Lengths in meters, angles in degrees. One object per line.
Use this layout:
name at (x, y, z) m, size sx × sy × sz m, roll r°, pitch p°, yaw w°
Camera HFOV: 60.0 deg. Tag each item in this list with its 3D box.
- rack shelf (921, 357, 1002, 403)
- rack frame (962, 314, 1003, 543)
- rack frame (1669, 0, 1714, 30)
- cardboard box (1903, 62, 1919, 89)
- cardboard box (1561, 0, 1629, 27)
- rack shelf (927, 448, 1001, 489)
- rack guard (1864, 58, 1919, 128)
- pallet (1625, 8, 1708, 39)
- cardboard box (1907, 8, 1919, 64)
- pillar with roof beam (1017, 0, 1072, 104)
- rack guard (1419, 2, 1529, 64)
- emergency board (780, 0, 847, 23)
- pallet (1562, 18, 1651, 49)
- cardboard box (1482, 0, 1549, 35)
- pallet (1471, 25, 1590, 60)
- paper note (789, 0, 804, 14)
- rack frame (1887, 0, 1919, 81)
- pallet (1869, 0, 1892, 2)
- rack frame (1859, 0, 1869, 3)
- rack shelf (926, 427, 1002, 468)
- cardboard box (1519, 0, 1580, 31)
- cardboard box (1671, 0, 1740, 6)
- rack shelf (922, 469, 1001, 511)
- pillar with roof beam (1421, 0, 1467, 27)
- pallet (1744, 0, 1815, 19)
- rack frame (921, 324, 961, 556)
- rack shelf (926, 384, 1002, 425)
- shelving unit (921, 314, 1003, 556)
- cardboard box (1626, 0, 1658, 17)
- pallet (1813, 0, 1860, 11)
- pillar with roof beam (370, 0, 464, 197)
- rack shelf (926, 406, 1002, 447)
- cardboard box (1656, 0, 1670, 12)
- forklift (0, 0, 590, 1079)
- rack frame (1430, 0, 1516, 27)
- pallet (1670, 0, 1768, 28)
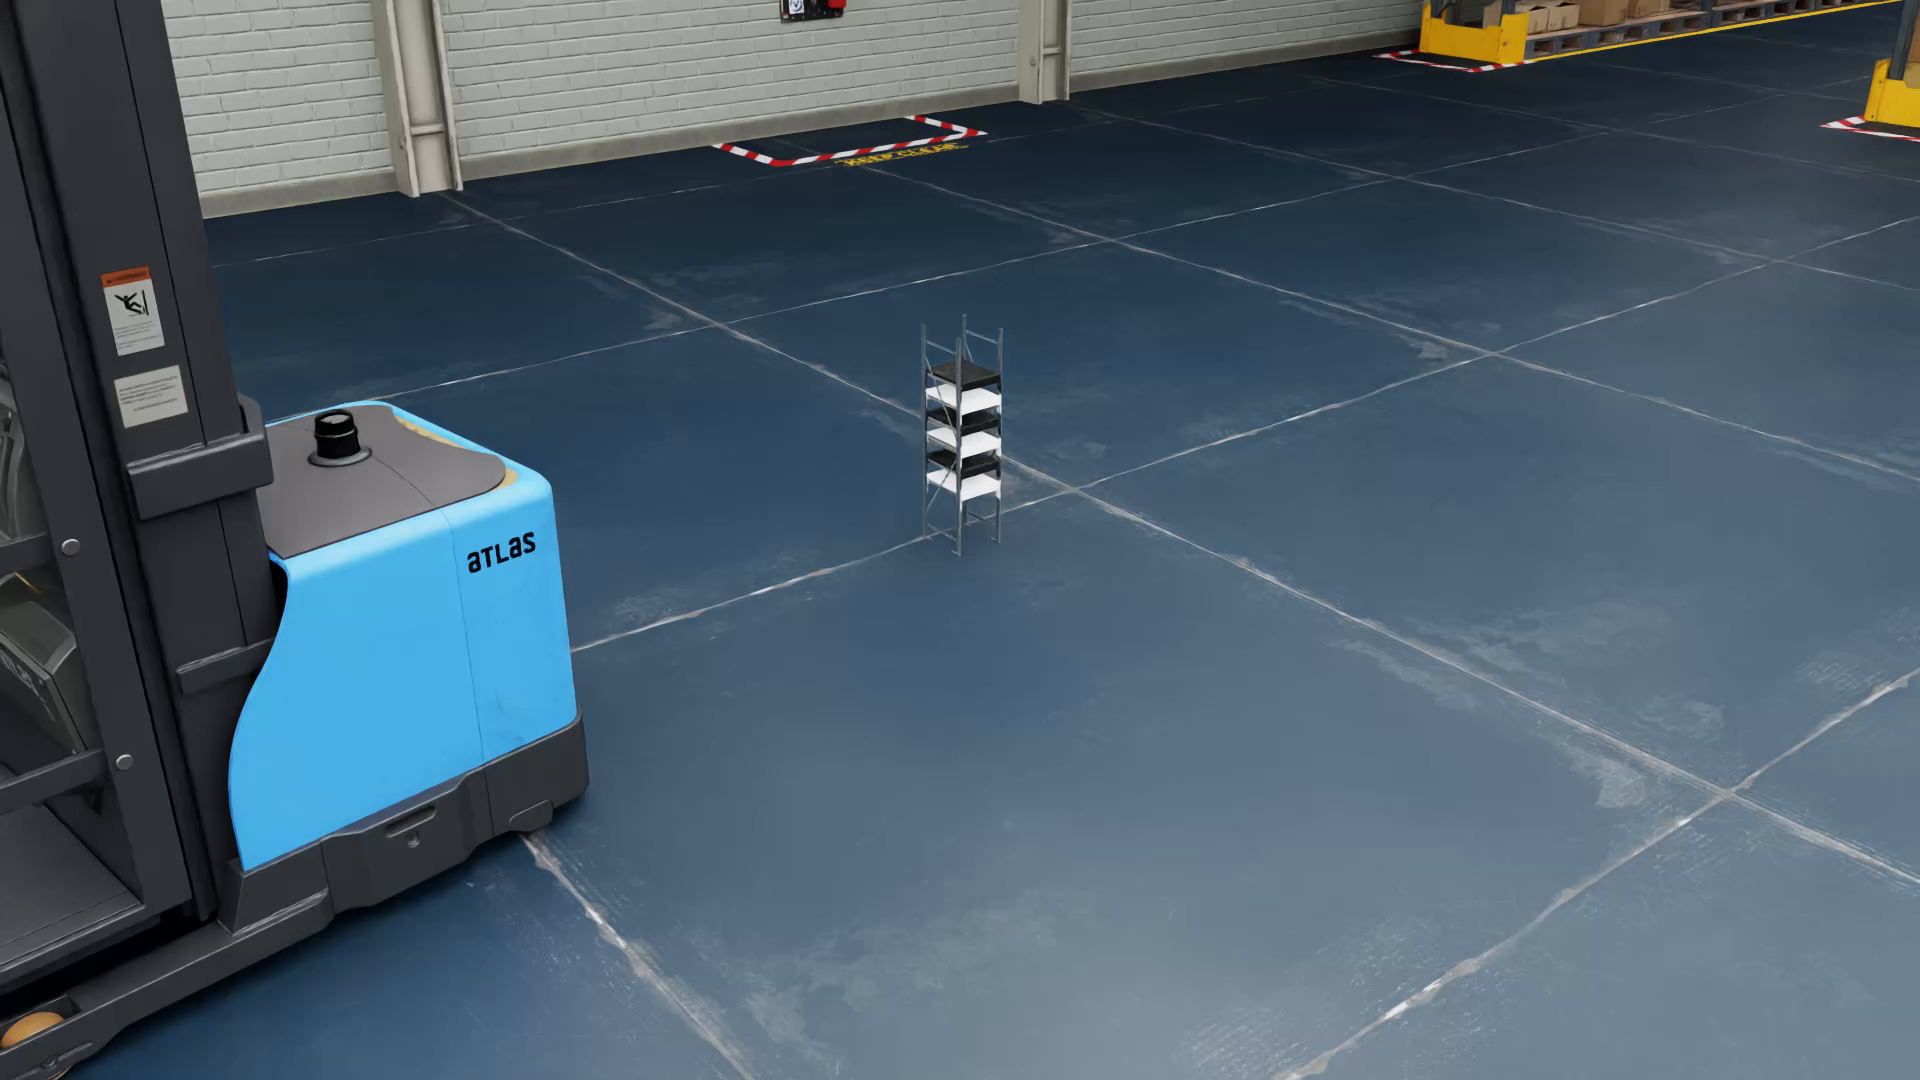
rack shelf at (0.006, -0.625, 6.465) m, size 0.200 × 0.077 × 0.258 m, roll -18°, pitch 31°, yaw -34°
rack frame at (0.086, -0.437, 6.622) m, size 0.006 × 0.900 × 0.240 m, roll -18°, pitch 31°, yaw -34°
rack frame at (8.639, -7.650, 19.670) m, size 0.127 × 3.000 × 1.000 m, roll -18°, pitch 31°, yaw -34°
cardboard box at (8.791, -4.151, 14.898) m, size 0.500 × 0.250 × 0.500 m, roll -18°, pitch 31°, yaw -34°
cardboard box at (7.148, -6.148, 18.881) m, size 0.500 × 0.500 × 0.700 m, roll -21°, pitch 32°, yaw -37°
rack shelf at (0.006, -0.298, 6.617) m, size 0.200 × 0.077 × 0.258 m, roll -18°, pitch 31°, yaw -34°
rack guard at (8.532, -3.830, 14.410) m, size 0.348 × 0.500 × 1.175 m, roll -18°, pitch 31°, yaw -34°
pallet at (8.132, -6.199, 19.855) m, size 1.213 × 0.211 × 1.003 m, roll -18°, pitch 31°, yaw -34°
cardboard box at (8.789, -4.492, 14.742) m, size 0.500 × 0.500 × 0.500 m, roll -18°, pitch 31°, yaw -34°
pillar with roof beam at (3.443, -6.815, 10.746) m, size 0.400 × 9.000 × 9.100 m, roll -18°, pitch 31°, yaw -34°
rack guard at (5.551, -5.496, 17.999) m, size 0.348 × 0.500 × 1.175 m, roll -18°, pitch 31°, yaw -34°
emergency board at (-1.181, -4.891, 13.726) m, size 0.643 × 1.169 × 0.194 m, roll -18°, pitch 31°, yaw -34°
pallet at (7.172, -5.880, 19.169) m, size 1.213 × 0.211 × 1.003 m, roll -18°, pitch 31°, yaw -34°
cardboard box at (6.091, -5.740, 18.227) m, size 0.500 × 0.311 × 0.500 m, roll -23°, pitch 33°, yaw -40°
pallet at (6.212, -5.565, 18.490) m, size 1.213 × 0.211 × 1.003 m, roll -18°, pitch 31°, yaw -34°
paper note at (-1.363, -4.468, 13.861) m, size 0.142 × 0.148 × 0.016 m, roll -18°, pitch 31°, yaw -34°
rack frame at (8.551, -4.971, 13.897) m, size 0.127 × 3.000 × 1.000 m, roll -18°, pitch 31°, yaw -34°
pallet at (12.454, -7.604, 22.883) m, size 1.213 × 0.211 × 1.003 m, roll -18°, pitch 31°, yaw -34°
rack frame at (11.787, -8.689, 21.908) m, size 0.127 × 3.000 × 1.000 m, roll -18°, pitch 31°, yaw -34°
rack shelf at (0.006, -0.380, 6.579) m, size 0.200 × 0.077 × 0.258 m, roll -18°, pitch 31°, yaw -34°
cardboard box at (6.540, -5.889, 18.546) m, size 0.500 × 0.311 × 0.500 m, roll -15°, pitch 29°, yaw -30°
cardboard box at (9.208, -6.912, 20.527) m, size 0.500 × 0.500 × 0.700 m, roll -17°, pitch 30°, yaw -32°
rack shelf at (0.006, -0.217, 6.655) m, size 0.200 × 0.077 × 0.258 m, roll -18°, pitch 31°, yaw -34°
pillar with roof beam at (8.165, -8.374, 14.104) m, size 0.400 × 9.000 × 9.100 m, roll -18°, pitch 31°, yaw -34°
pallet at (10.211, -6.906, 21.380) m, size 1.213 × 0.211 × 1.003 m, roll -18°, pitch 31°, yaw -34°
rack frame at (-0.074, -0.384, 6.508) m, size 0.006 × 0.900 × 0.240 m, roll -18°, pitch 31°, yaw -34°
rack shelf at (0.006, -0.543, 6.503) m, size 0.200 × 0.077 × 0.258 m, roll -18°, pitch 31°, yaw -34°
shelving unit at (0.006, -0.410, 6.565) m, size 0.210 × 0.900 × 0.258 m, roll -18°, pitch 31°, yaw -34°
cardboard box at (7.847, -6.433, 19.494) m, size 0.500 × 0.500 × 0.500 m, roll -21°, pitch 32°, yaw -38°
pallet at (11.171, -7.221, 22.059) m, size 1.213 × 0.211 × 1.003 m, roll -18°, pitch 31°, yaw -34°
pillar with roof beam at (-1.278, -5.257, 7.388) m, size 0.400 × 9.000 × 9.100 m, roll -18°, pitch 31°, yaw -34°
rack shelf at (0.006, -0.462, 6.541) m, size 0.200 × 0.077 × 0.258 m, roll -18°, pitch 31°, yaw -34°
cardboard box at (8.237, -6.415, 19.853) m, size 0.380 × 0.166 × 0.250 m, roll 22°, pitch 33°, yaw 39°
forklift at (-2.490, -0.217, 3.737) m, size 1.130 × 2.935 × 3.031 m, roll 22°, pitch 33°, yaw 38°
rack frame at (5.491, -6.611, 17.431) m, size 0.127 × 3.000 × 1.000 m, roll -18°, pitch 31°, yaw -34°
pallet at (9.251, -6.588, 20.693) m, size 1.213 × 0.211 × 1.003 m, roll -18°, pitch 31°, yaw -34°
